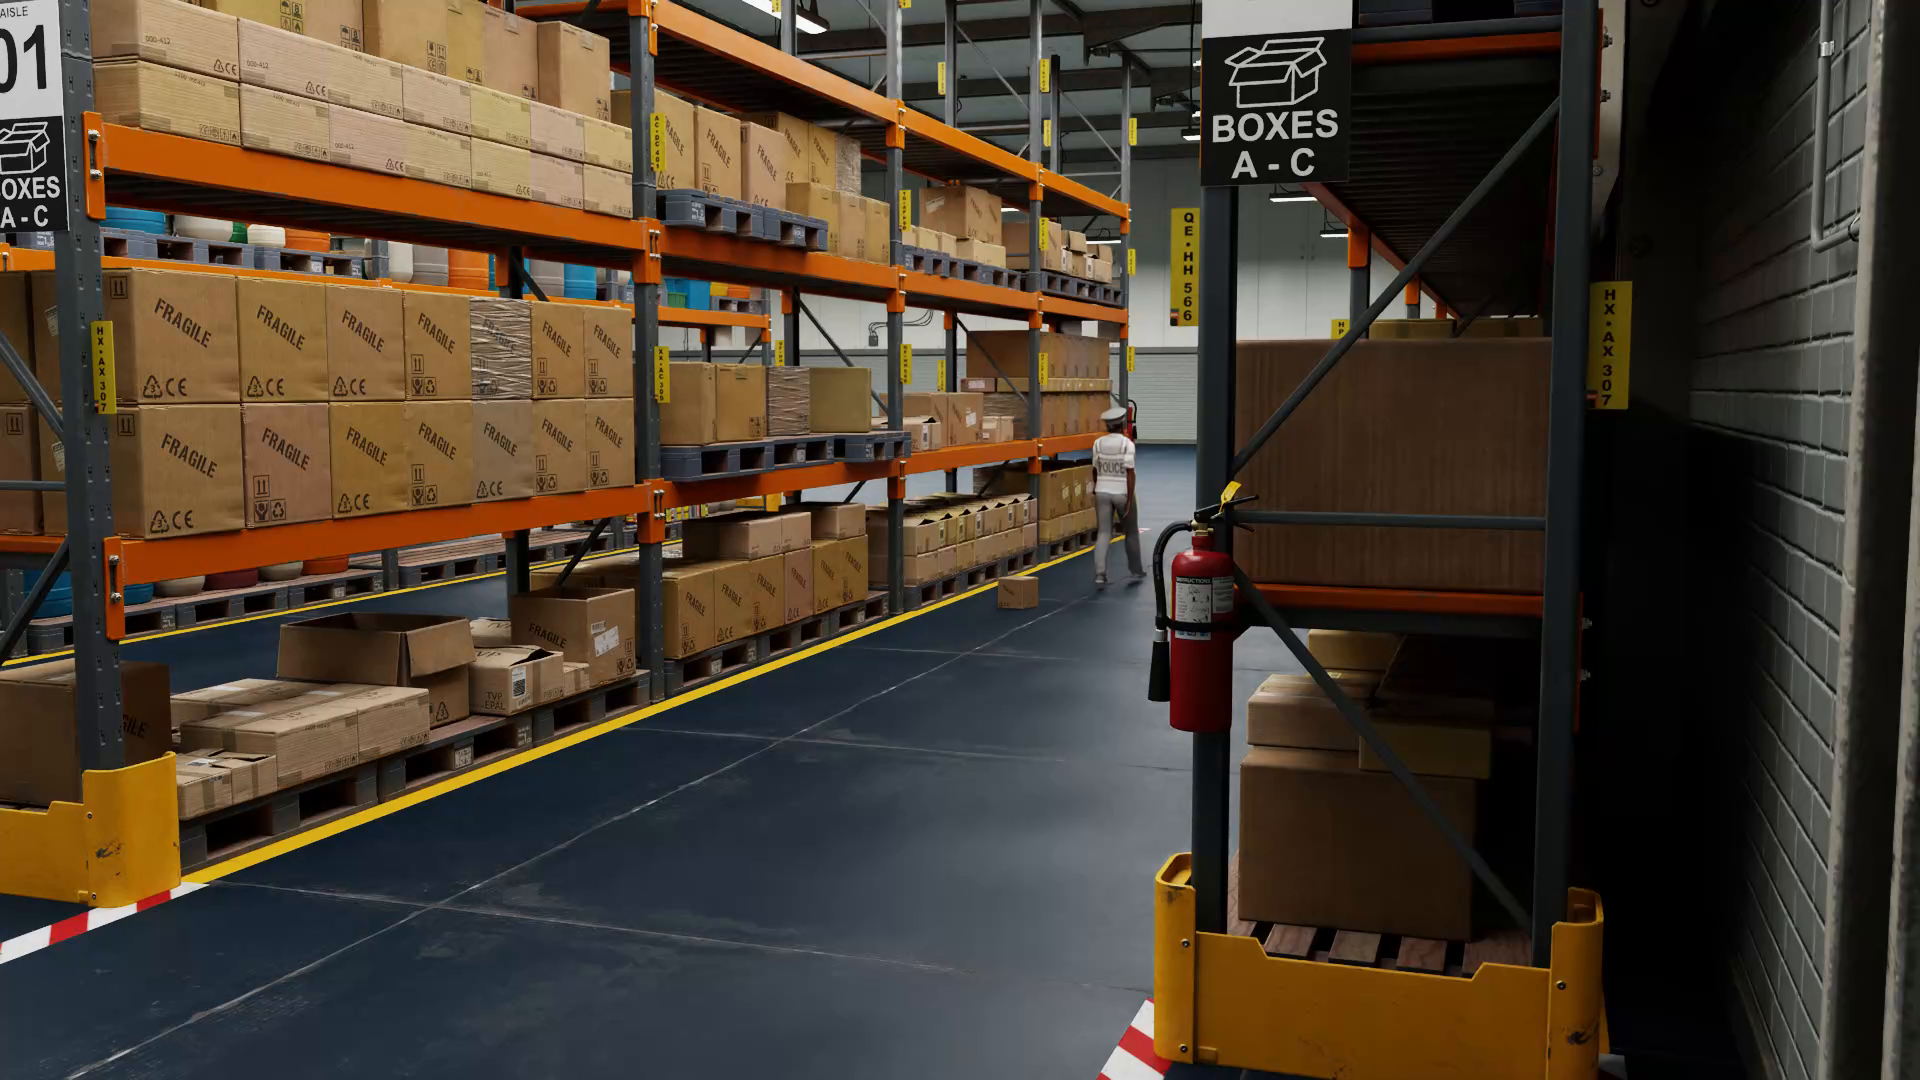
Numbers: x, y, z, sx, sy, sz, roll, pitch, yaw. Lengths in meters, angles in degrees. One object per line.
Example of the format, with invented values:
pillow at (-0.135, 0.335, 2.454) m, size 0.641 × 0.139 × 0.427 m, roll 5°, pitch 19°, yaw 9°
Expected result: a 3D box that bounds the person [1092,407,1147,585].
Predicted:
person at (1.468, -0.428, 15.590) m, size 0.457 × 1.638 × 0.960 m, roll 2°, pitch 6°, yaw 21°
